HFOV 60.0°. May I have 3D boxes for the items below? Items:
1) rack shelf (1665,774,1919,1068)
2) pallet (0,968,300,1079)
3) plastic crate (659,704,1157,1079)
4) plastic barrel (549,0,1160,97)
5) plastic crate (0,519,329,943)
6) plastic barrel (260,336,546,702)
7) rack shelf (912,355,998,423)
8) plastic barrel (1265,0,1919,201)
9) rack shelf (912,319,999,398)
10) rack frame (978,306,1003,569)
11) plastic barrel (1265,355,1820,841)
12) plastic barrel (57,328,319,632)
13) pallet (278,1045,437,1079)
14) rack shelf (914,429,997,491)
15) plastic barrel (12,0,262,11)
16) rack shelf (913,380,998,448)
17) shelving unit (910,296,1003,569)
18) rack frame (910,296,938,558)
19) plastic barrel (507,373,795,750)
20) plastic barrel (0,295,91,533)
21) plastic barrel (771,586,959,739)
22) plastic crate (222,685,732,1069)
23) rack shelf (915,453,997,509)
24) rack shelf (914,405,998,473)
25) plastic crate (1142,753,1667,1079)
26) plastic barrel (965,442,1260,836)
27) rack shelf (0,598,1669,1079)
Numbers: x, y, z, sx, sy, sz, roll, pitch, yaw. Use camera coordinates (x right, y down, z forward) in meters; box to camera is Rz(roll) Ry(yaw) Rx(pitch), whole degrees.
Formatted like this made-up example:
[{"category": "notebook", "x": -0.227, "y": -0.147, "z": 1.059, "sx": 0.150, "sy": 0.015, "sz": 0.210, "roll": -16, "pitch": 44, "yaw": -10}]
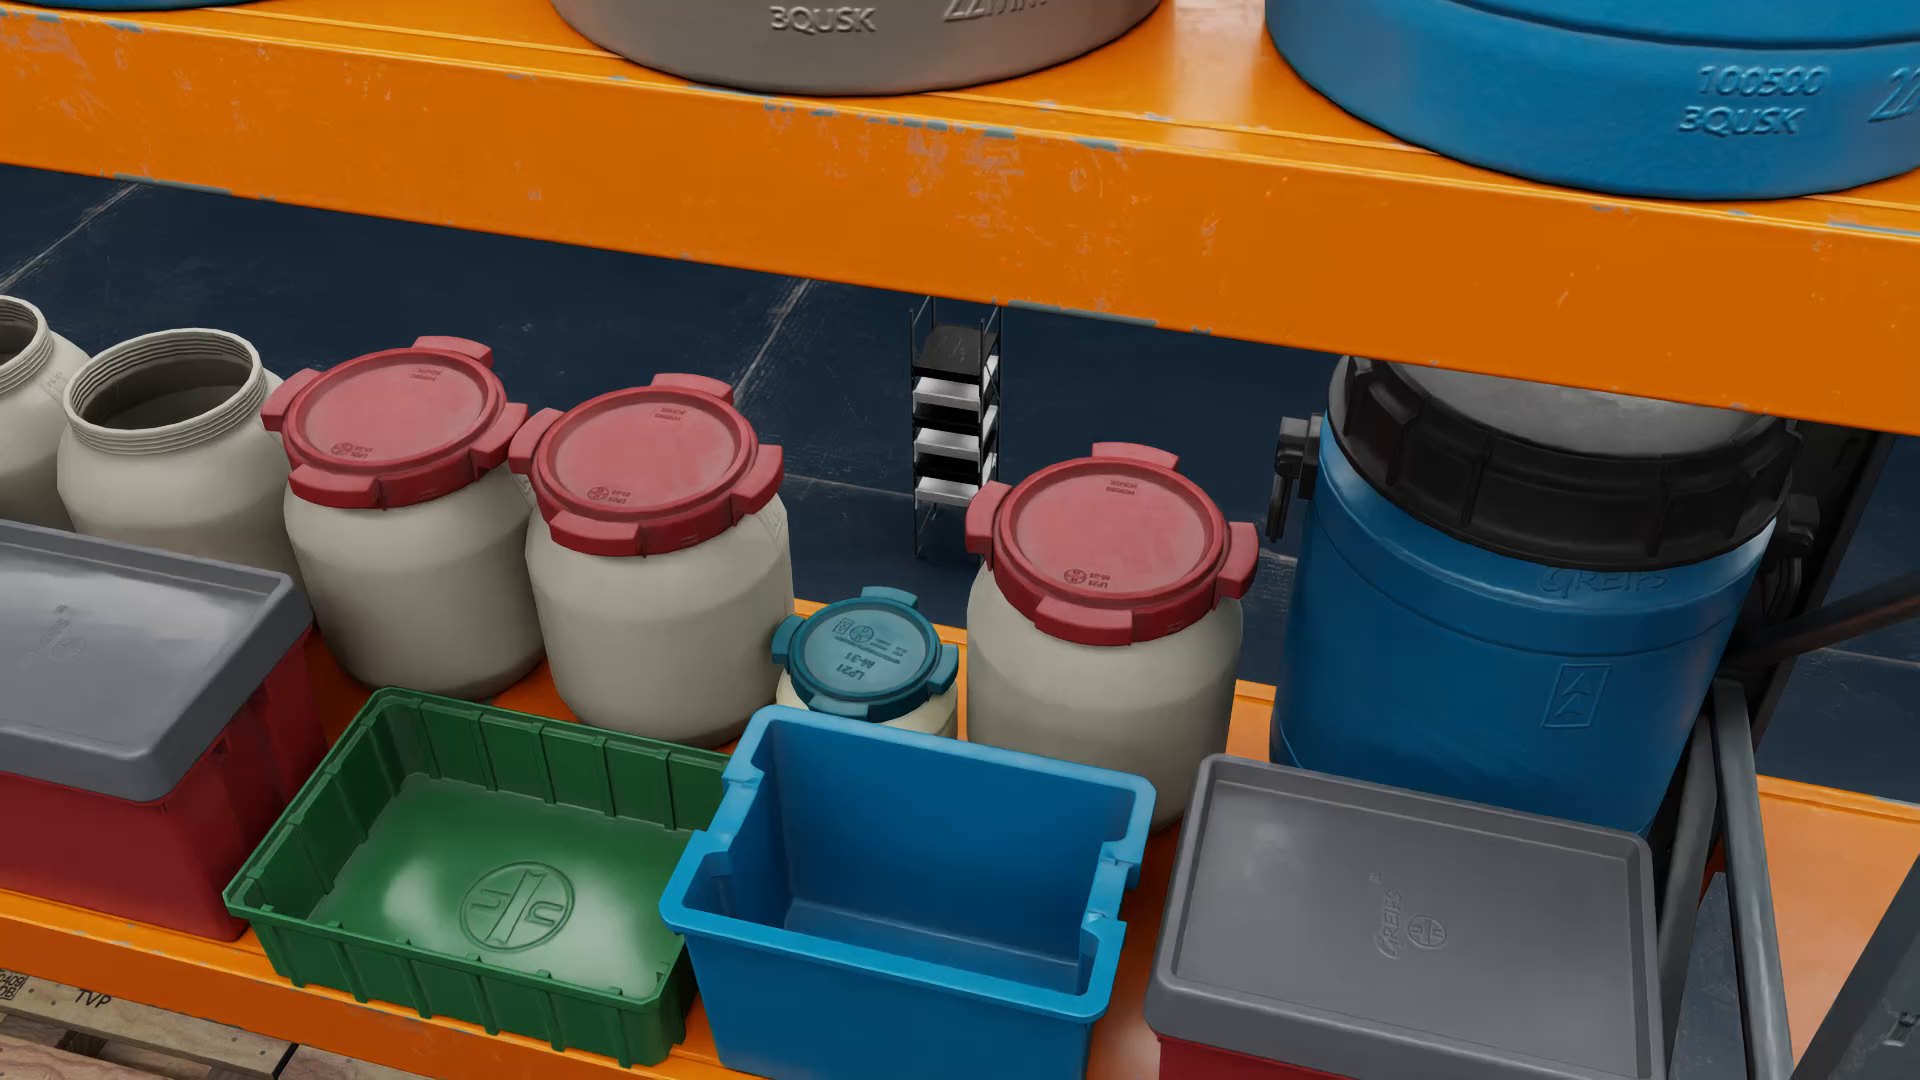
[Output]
[{"category": "rack shelf", "x": 3.021, "y": 1.136, "z": 2.124, "sx": 4.000, "sy": 0.370, "sz": 1.077, "roll": 10, "pitch": 41, "yaw": 11}, {"category": "pallet", "x": -2.037, "y": 1.084, "z": 3.795, "sx": 1.213, "sy": 0.211, "sz": 1.003, "roll": 10, "pitch": 41, "yaw": 11}, {"category": "plastic crate", "x": -0.058, "y": 0.545, "z": 2.282, "sx": 0.575, "sy": 0.384, "sz": 0.392, "roll": 10, "pitch": 41, "yaw": 11}, {"category": "plastic barrel", "x": -0.091, "y": -0.871, "z": 1.232, "sx": 0.600, "sy": 0.901, "sz": 0.600, "roll": 0, "pitch": 40, "yaw": 0}, {"category": "plastic crate", "x": -1.294, "y": 0.298, "z": 2.513, "sx": 0.583, "sy": 0.464, "sz": 0.402, "roll": 10, "pitch": 41, "yaw": 11}, {"category": "plastic barrel", "x": -0.906, "y": -0.013, "z": 2.827, "sx": 0.433, "sy": 0.535, "sz": 0.433, "roll": 0, "pitch": 40, "yaw": 0}, {"category": "rack shelf", "x": -0.008, "y": -0.458, "z": 4.868, "sx": 0.200, "sy": 0.077, "sz": 0.258, "roll": 10, "pitch": 41, "yaw": 11}, {"category": "plastic barrel", "x": 0.541, "y": -0.762, "z": 1.103, "sx": 0.708, "sy": 0.901, "sz": 0.600, "roll": 10, "pitch": 41, "yaw": 11}, {"category": "rack shelf", "x": -0.008, "y": -0.527, "z": 4.810, "sx": 0.200, "sy": 0.077, "sz": 0.258, "roll": 10, "pitch": 41, "yaw": 11}, {"category": "rack frame", "x": 0.090, "y": -0.329, "z": 4.942, "sx": 0.006, "sy": 0.900, "sz": 0.240, "roll": 10, "pitch": 41, "yaw": 11}, {"category": "plastic barrel", "x": 0.794, "y": 0.084, "z": 2.428, "sx": 0.708, "sy": 0.901, "sz": 0.600, "roll": 10, "pitch": 41, "yaw": 11}, {"category": "plastic barrel", "x": -1.320, "y": -0.071, "z": 2.915, "sx": 0.421, "sy": 0.512, "sz": 0.421, "roll": 0, "pitch": 40, "yaw": 0}, {"category": "pallet", "x": -0.862, "y": 1.288, "z": 3.552, "sx": 1.213, "sy": 0.211, "sz": 1.003, "roll": 10, "pitch": 41, "yaw": 11}, {"category": "rack shelf", "x": -0.008, "y": -0.252, "z": 5.042, "sx": 0.200, "sy": 0.077, "sz": 0.258, "roll": 10, "pitch": 41, "yaw": 11}, {"category": "plastic barrel", "x": -0.722, "y": -0.979, "z": 1.361, "sx": 0.708, "sy": 0.901, "sz": 0.600, "roll": 10, "pitch": 41, "yaw": 11}, {"category": "rack shelf", "x": -0.008, "y": -0.389, "z": 4.926, "sx": 0.200, "sy": 0.077, "sz": 0.258, "roll": 10, "pitch": 41, "yaw": 11}, {"category": "shelving unit", "x": -0.008, "y": -0.346, "z": 4.962, "sx": 0.210, "sy": 0.900, "sz": 0.258, "roll": 10, "pitch": 41, "yaw": 11}, {"category": "rack frame", "x": -0.106, "y": -0.363, "z": 4.982, "sx": 0.006, "sy": 0.900, "sz": 0.240, "roll": 10, "pitch": 41, "yaw": 11}, {"category": "plastic barrel", "x": -0.488, "y": 0.059, "z": 2.741, "sx": 0.433, "sy": 0.535, "sz": 0.433, "roll": 0, "pitch": 40, "yaw": 0}, {"category": "plastic barrel", "x": -1.727, "y": -0.141, "z": 2.999, "sx": 0.421, "sy": 0.512, "sz": 0.421, "roll": 0, "pitch": 40, "yaw": 0}, {"category": "plastic barrel", "x": -0.150, "y": 0.266, "z": 2.708, "sx": 0.301, "sy": 0.262, "sz": 0.301, "roll": 0, "pitch": 40, "yaw": 0}, {"category": "plastic crate", "x": -0.667, "y": 0.496, "z": 2.492, "sx": 0.662, "sy": 0.188, "sz": 0.450, "roll": 10, "pitch": 41, "yaw": 11}, {"category": "rack shelf", "x": -0.008, "y": -0.183, "z": 5.099, "sx": 0.200, "sy": 0.077, "sz": 0.258, "roll": 10, "pitch": 41, "yaw": 11}, {"category": "rack shelf", "x": -0.008, "y": -0.320, "z": 4.984, "sx": 0.200, "sy": 0.077, "sz": 0.258, "roll": 10, "pitch": 41, "yaw": 11}, {"category": "plastic crate", "x": 0.542, "y": 0.614, "z": 2.137, "sx": 0.583, "sy": 0.464, "sz": 0.402, "roll": 10, "pitch": 41, "yaw": 11}, {"category": "plastic barrel", "x": 0.221, "y": 0.181, "z": 2.596, "sx": 0.433, "sy": 0.535, "sz": 0.433, "roll": 0, "pitch": 40, "yaw": 0}, {"category": "rack shelf", "x": -0.844, "y": 0.472, "z": 2.916, "sx": 4.000, "sy": 0.370, "sz": 1.077, "roll": 10, "pitch": 41, "yaw": 11}]
